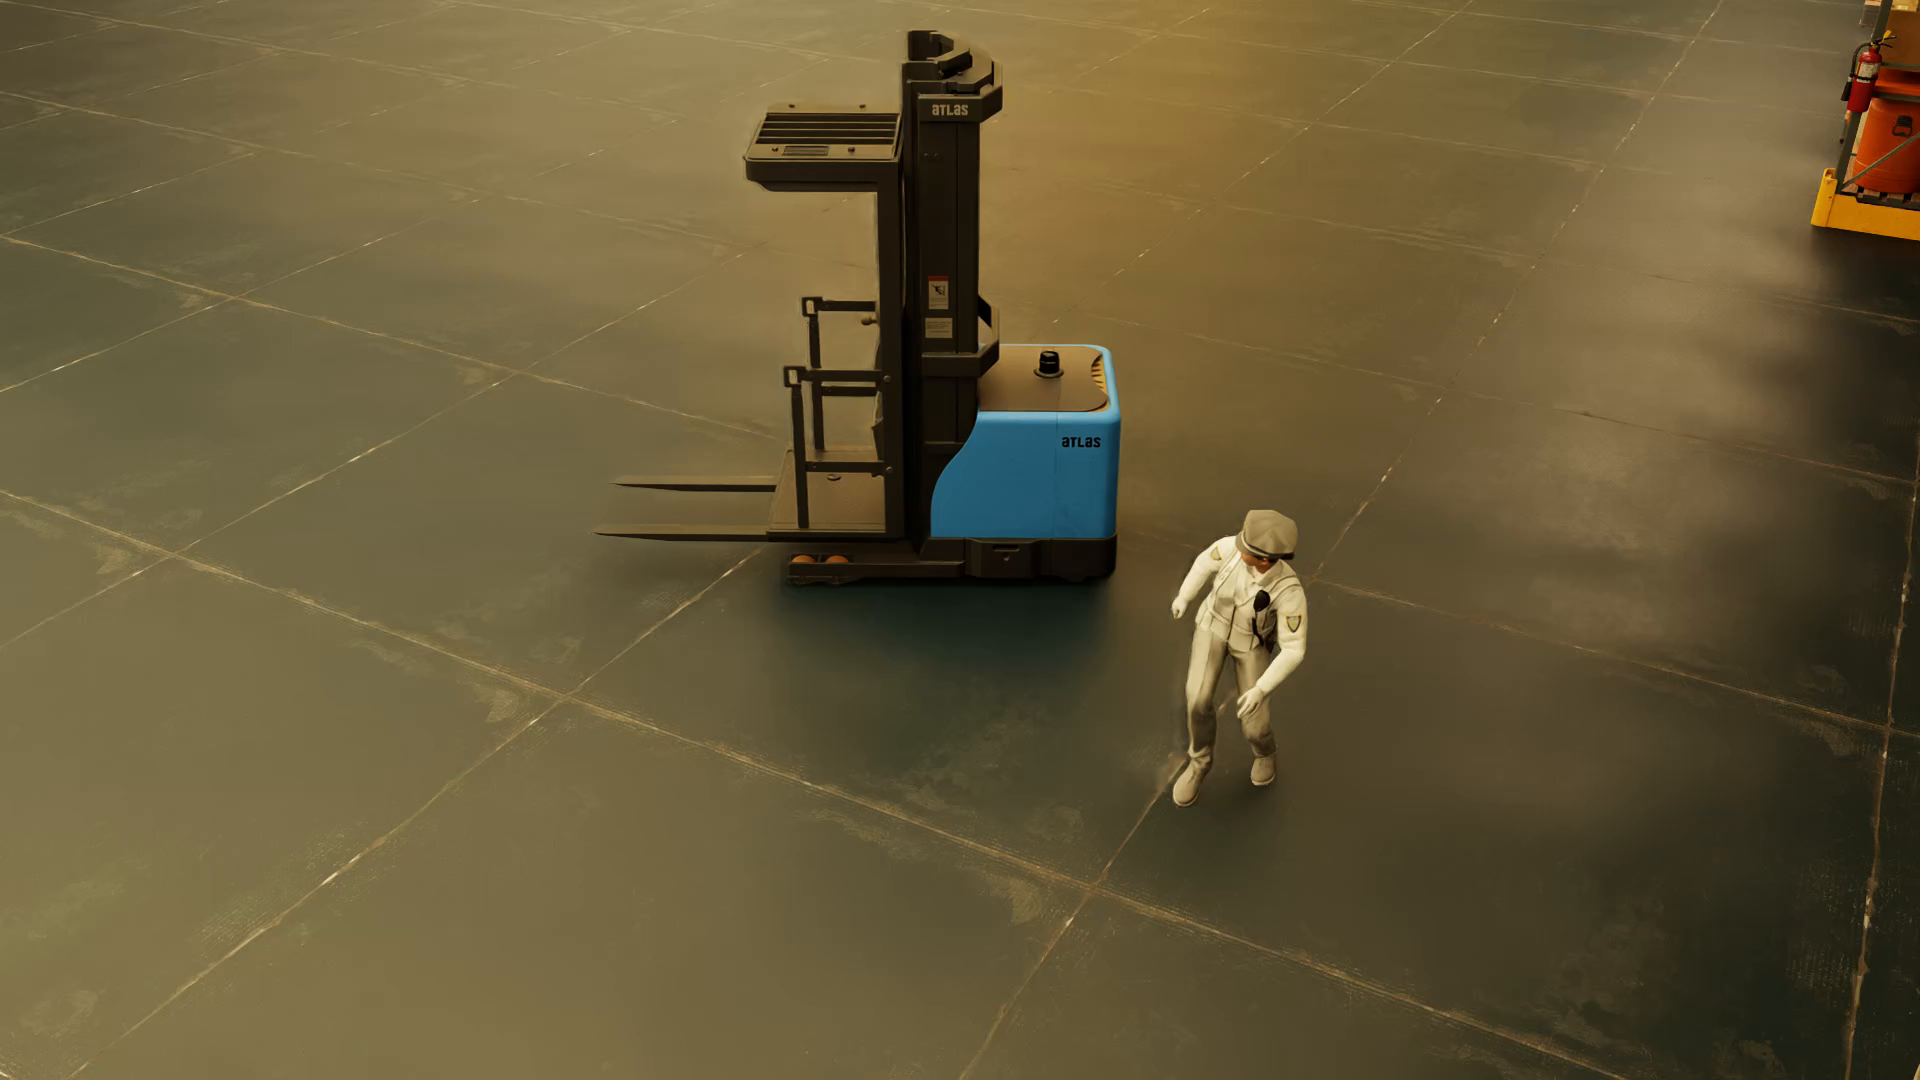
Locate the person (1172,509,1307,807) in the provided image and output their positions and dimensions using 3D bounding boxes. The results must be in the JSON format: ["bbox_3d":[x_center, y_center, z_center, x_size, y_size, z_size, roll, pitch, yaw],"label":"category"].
[{"bbox_3d":[1.243,0.509,7.681,0.706,1.477,0.689,11,32,19],"label":"person"}]

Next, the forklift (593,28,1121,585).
[{"bbox_3d":[-0.610,-1.275,9.279,3.031,2.935,1.130,0,30,1],"label":"forklift"}]
